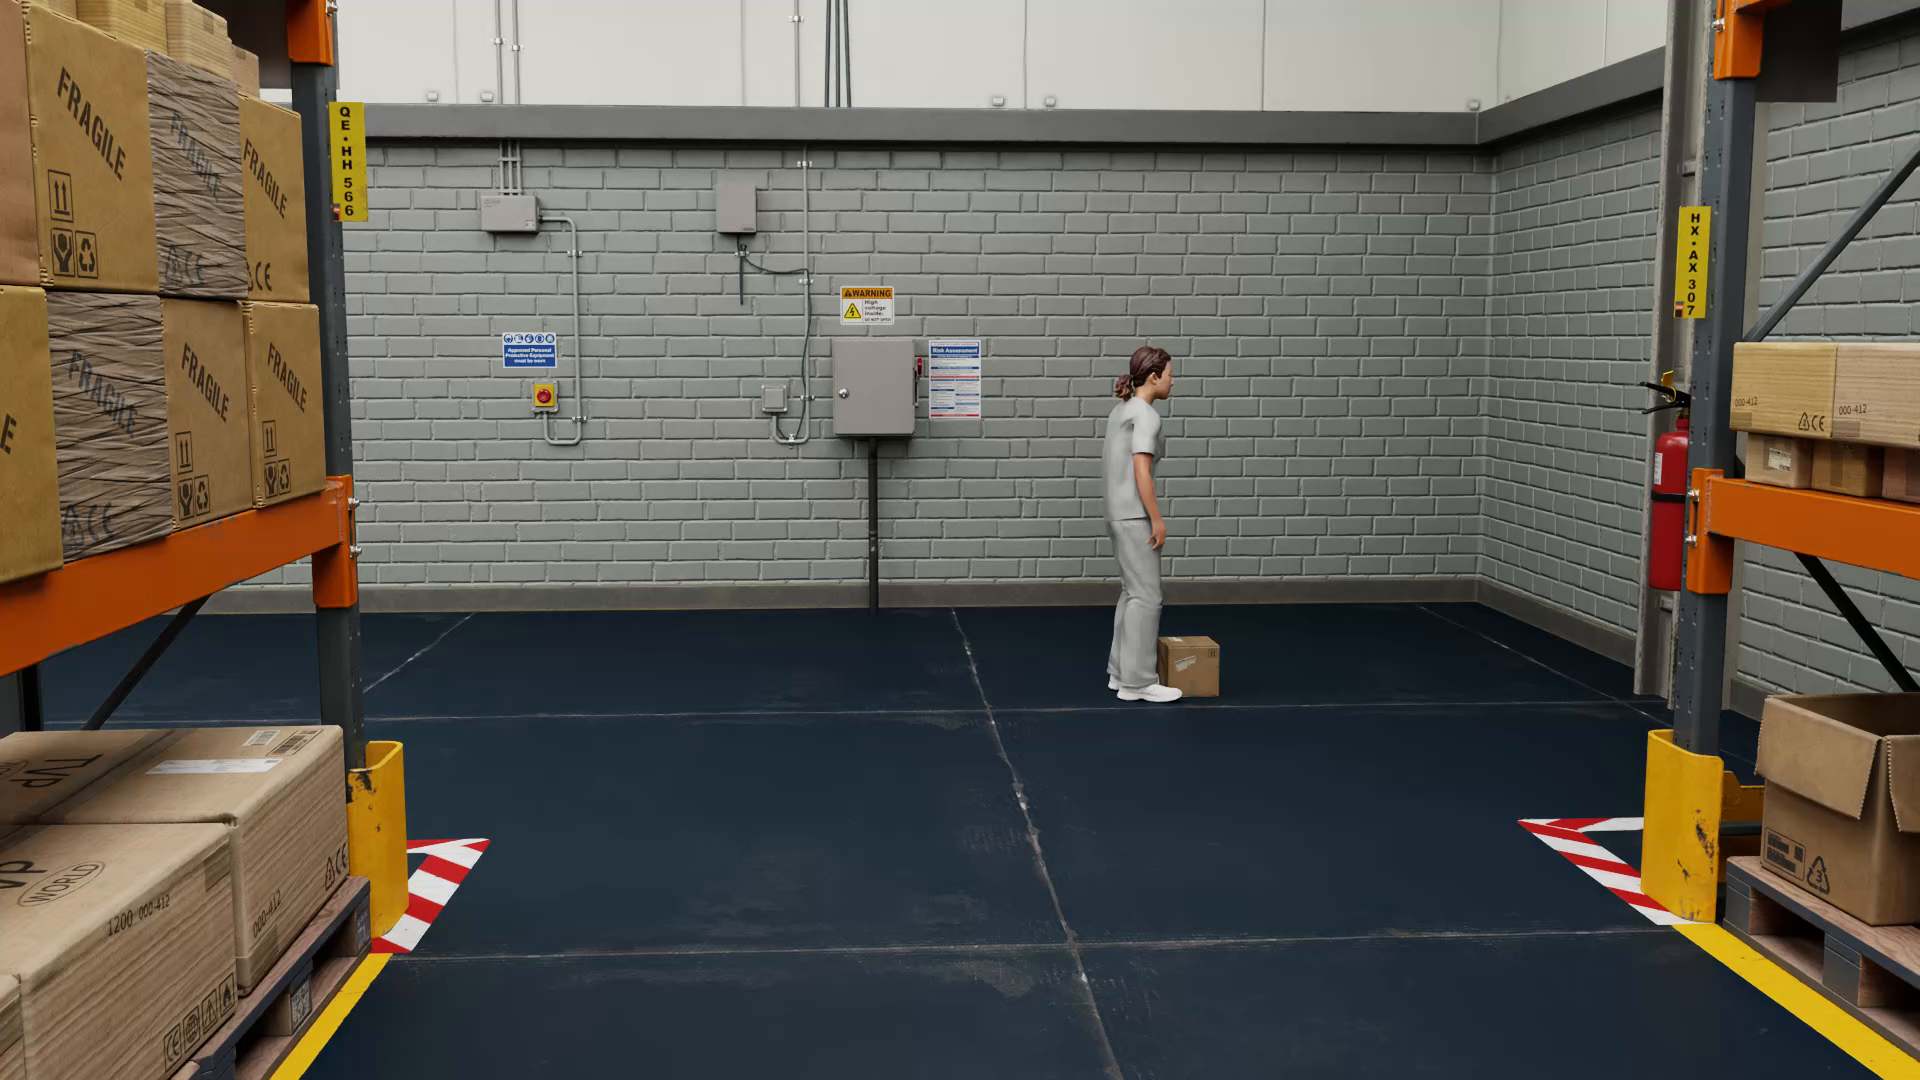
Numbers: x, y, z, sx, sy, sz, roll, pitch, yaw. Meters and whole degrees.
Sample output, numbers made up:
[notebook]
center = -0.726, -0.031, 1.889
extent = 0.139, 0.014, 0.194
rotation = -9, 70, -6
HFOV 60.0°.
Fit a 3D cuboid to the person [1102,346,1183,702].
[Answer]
[person]
center = 0.864, -0.086, 7.983
extent = 0.355, 1.669, 0.513
rotation = -1, 7, -7
